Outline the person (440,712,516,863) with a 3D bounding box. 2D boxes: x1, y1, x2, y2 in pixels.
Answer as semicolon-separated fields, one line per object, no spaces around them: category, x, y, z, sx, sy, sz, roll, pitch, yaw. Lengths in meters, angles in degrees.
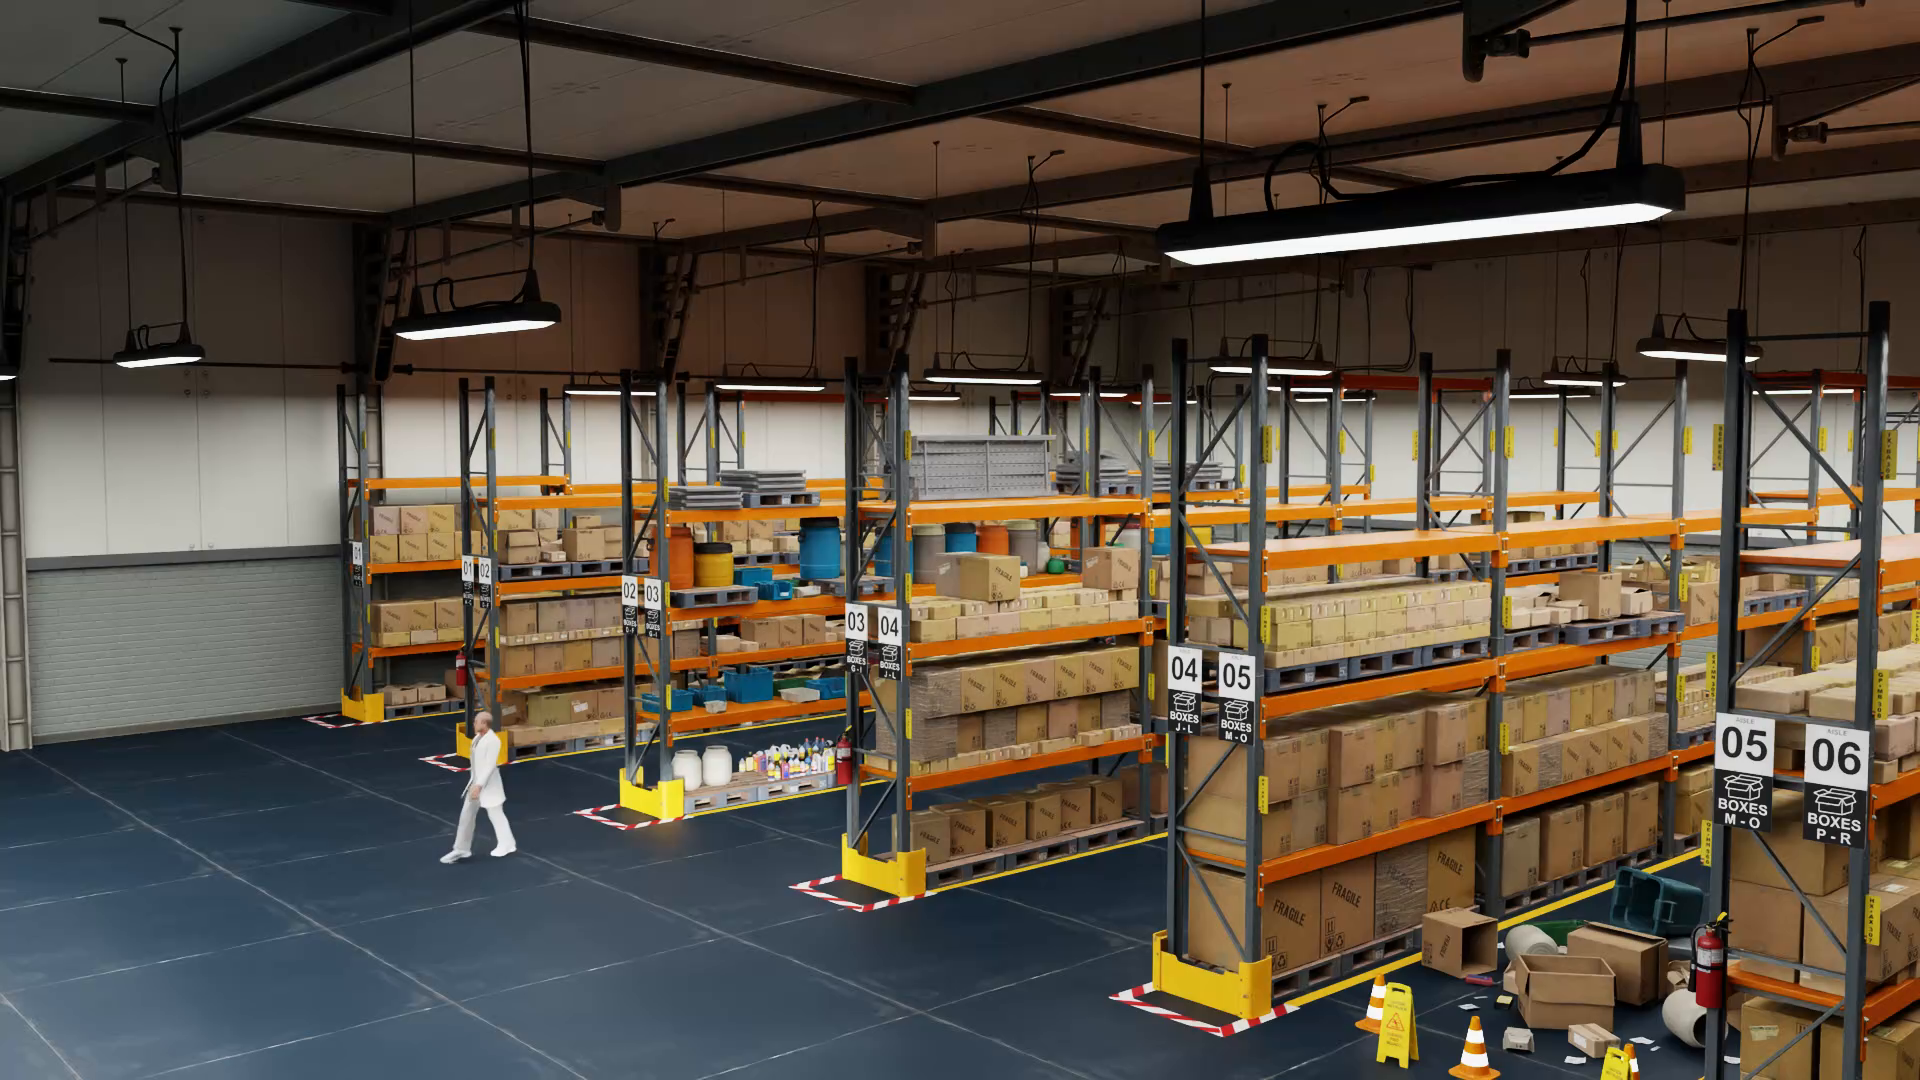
person;-5.796;2.960;20.004;0.906;1.752;0.608;-4;5;-43
